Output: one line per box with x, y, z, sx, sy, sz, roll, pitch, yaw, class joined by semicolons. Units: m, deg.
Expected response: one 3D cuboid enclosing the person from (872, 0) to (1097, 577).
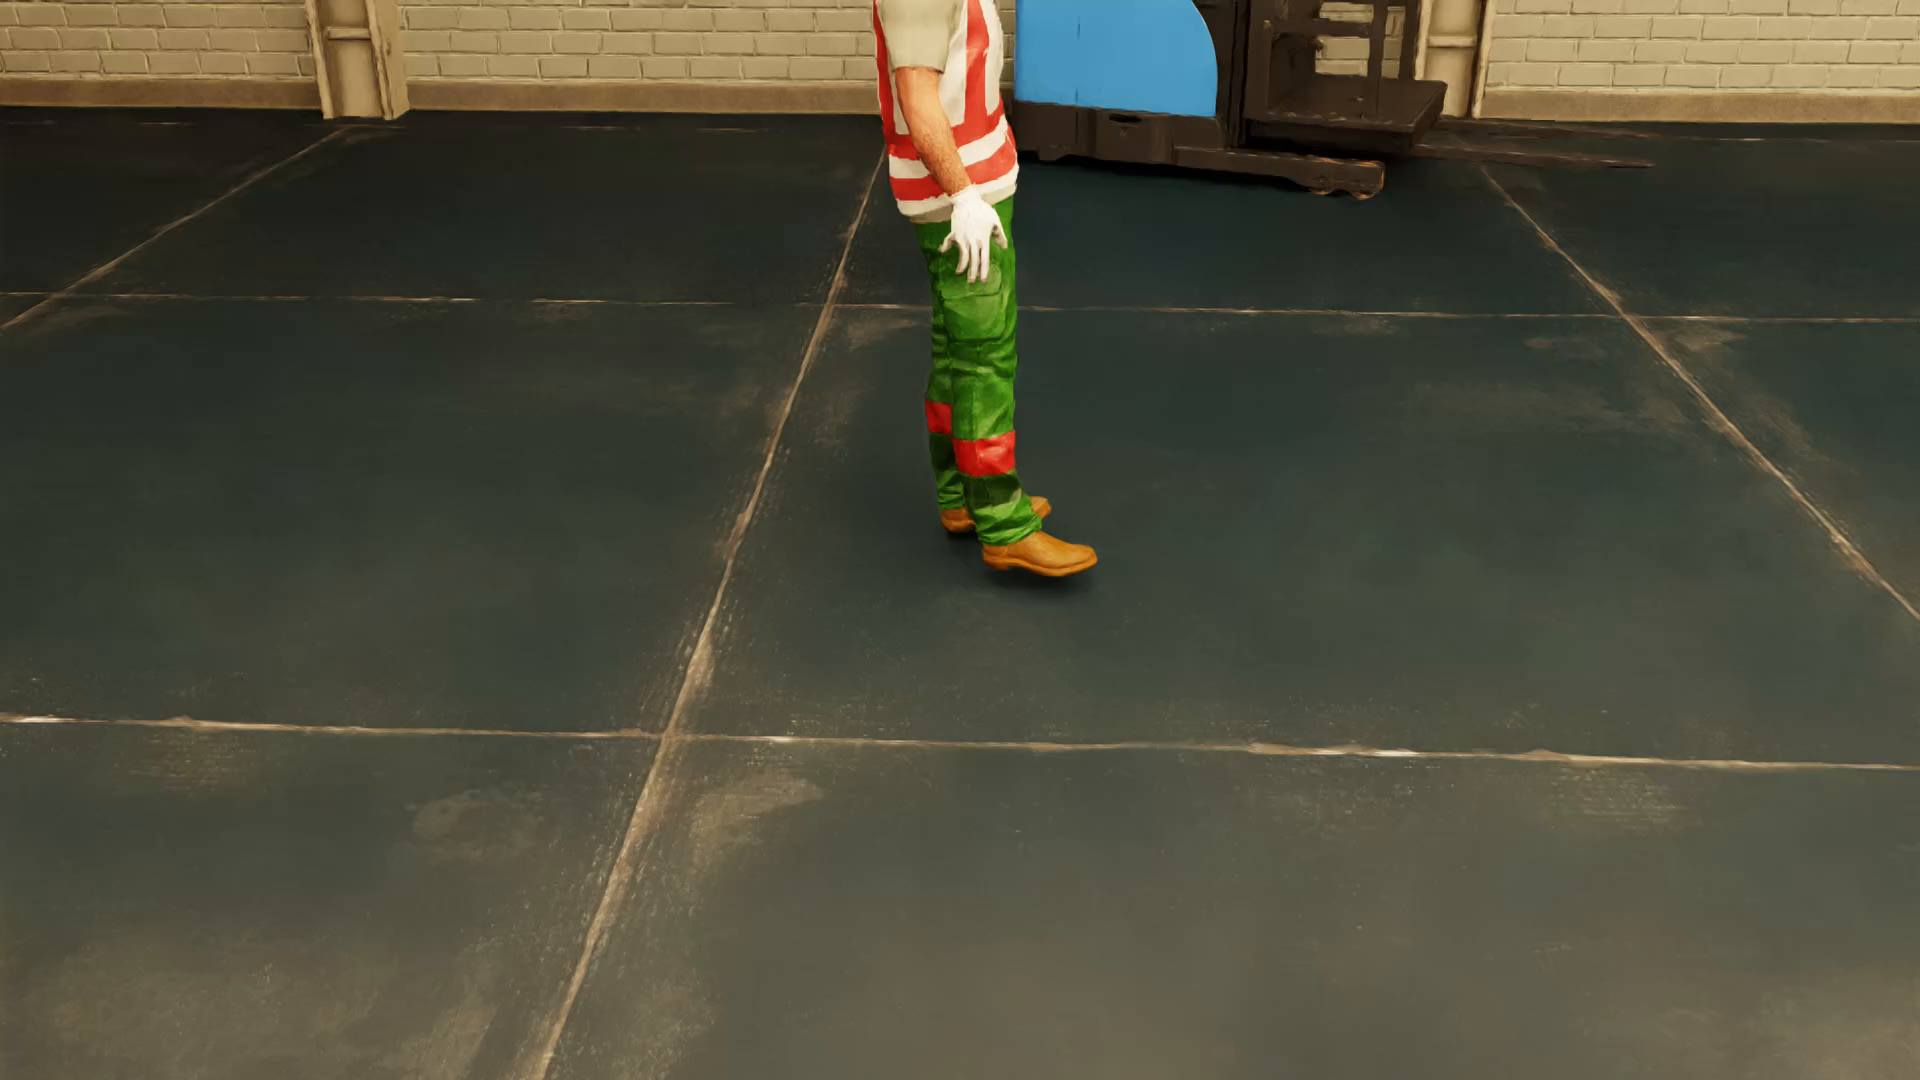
0.080;-0.838;4.092;0.563;1.787;0.637;1;26;2;person

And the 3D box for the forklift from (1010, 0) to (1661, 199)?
1.821;-3.171;7.637;3.031;2.935;1.130;10;28;20;forklift
